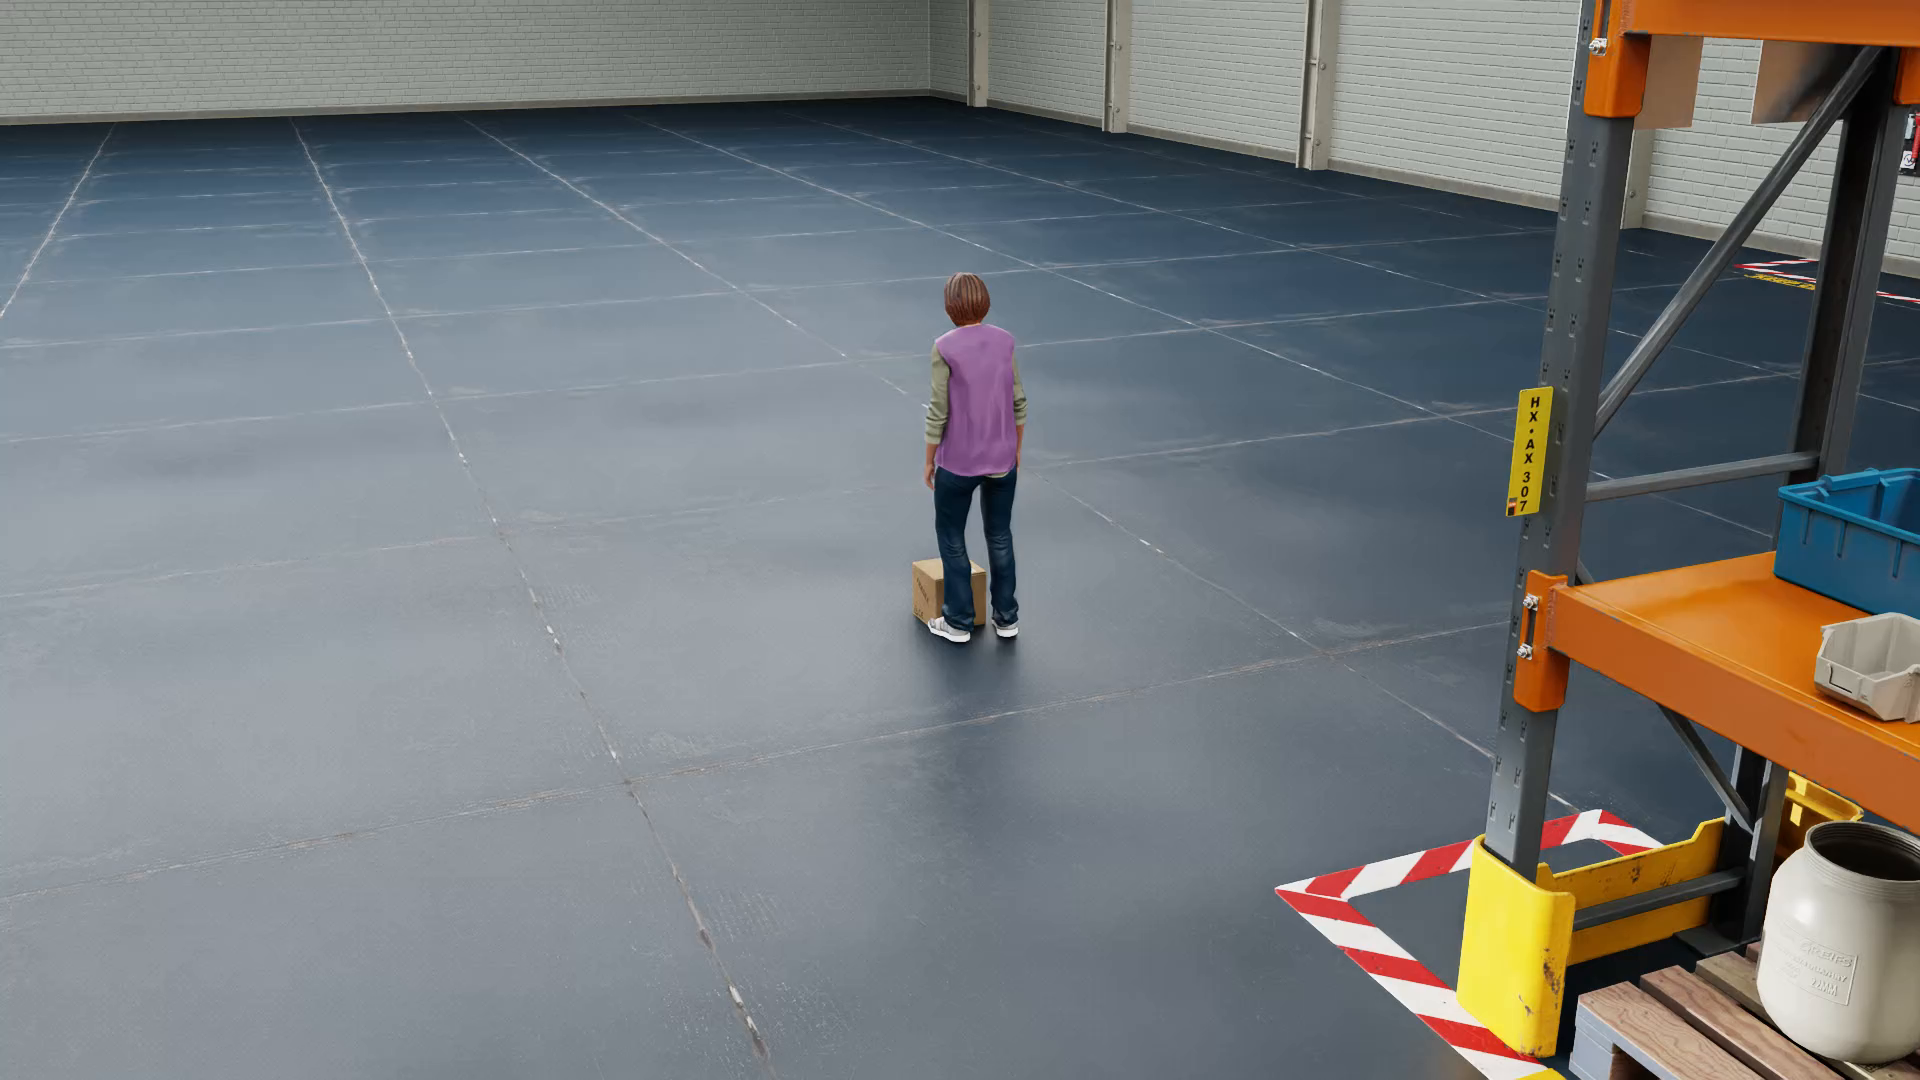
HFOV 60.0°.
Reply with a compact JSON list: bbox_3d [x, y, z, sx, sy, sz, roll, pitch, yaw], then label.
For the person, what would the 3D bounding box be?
[{"bbox_3d":[0.055,-0.330,7.034,0.459,1.591,0.372,-8,21,-23],"label":"person"}]
